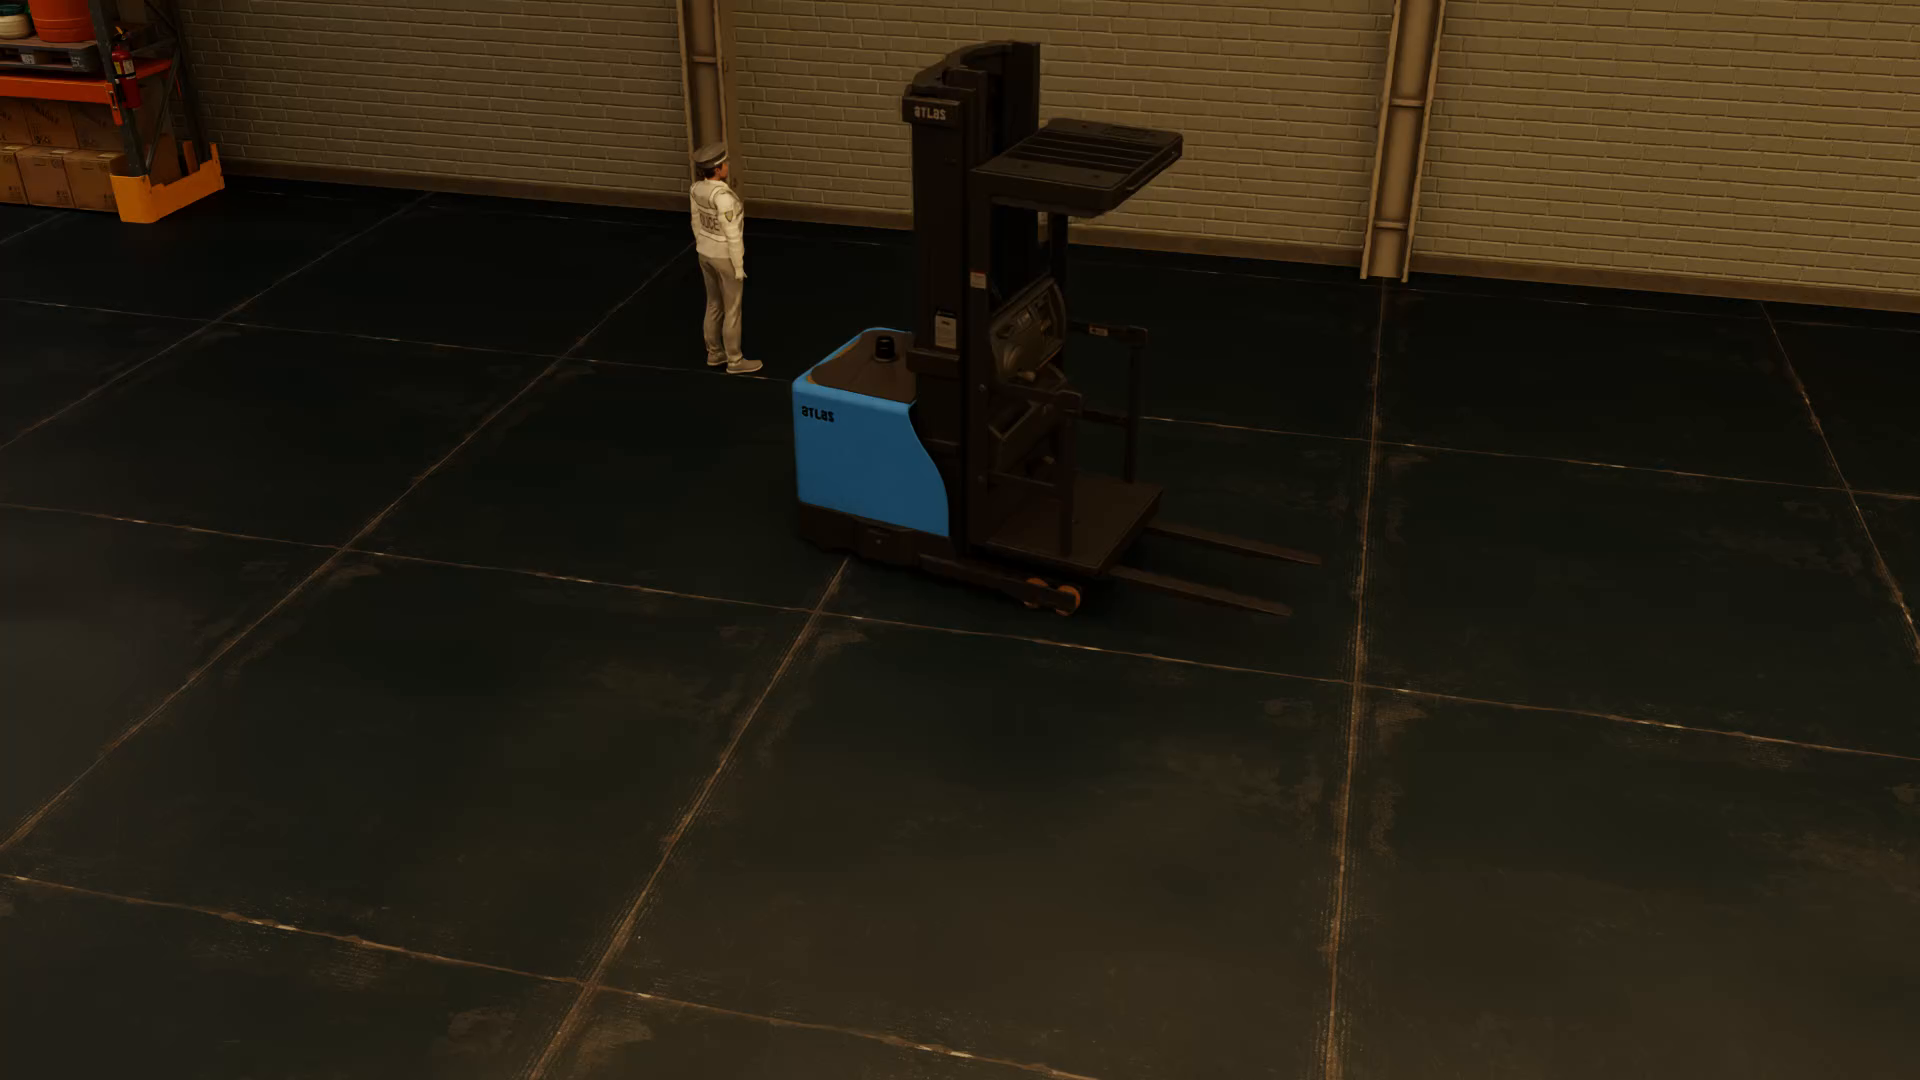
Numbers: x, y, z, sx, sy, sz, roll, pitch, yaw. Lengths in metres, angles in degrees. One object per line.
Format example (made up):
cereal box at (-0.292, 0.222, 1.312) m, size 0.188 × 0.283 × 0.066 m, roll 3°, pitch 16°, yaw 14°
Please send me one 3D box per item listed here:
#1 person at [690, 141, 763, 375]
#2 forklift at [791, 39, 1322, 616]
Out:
person at (-1.717, -2.039, 12.033) m, size 0.332 × 1.691 × 0.469 m, roll -25°, pitch 38°, yaw -36°
forklift at (0.562, -1.149, 9.198) m, size 3.031 × 2.935 × 1.130 m, roll 13°, pitch 32°, yaw 22°
